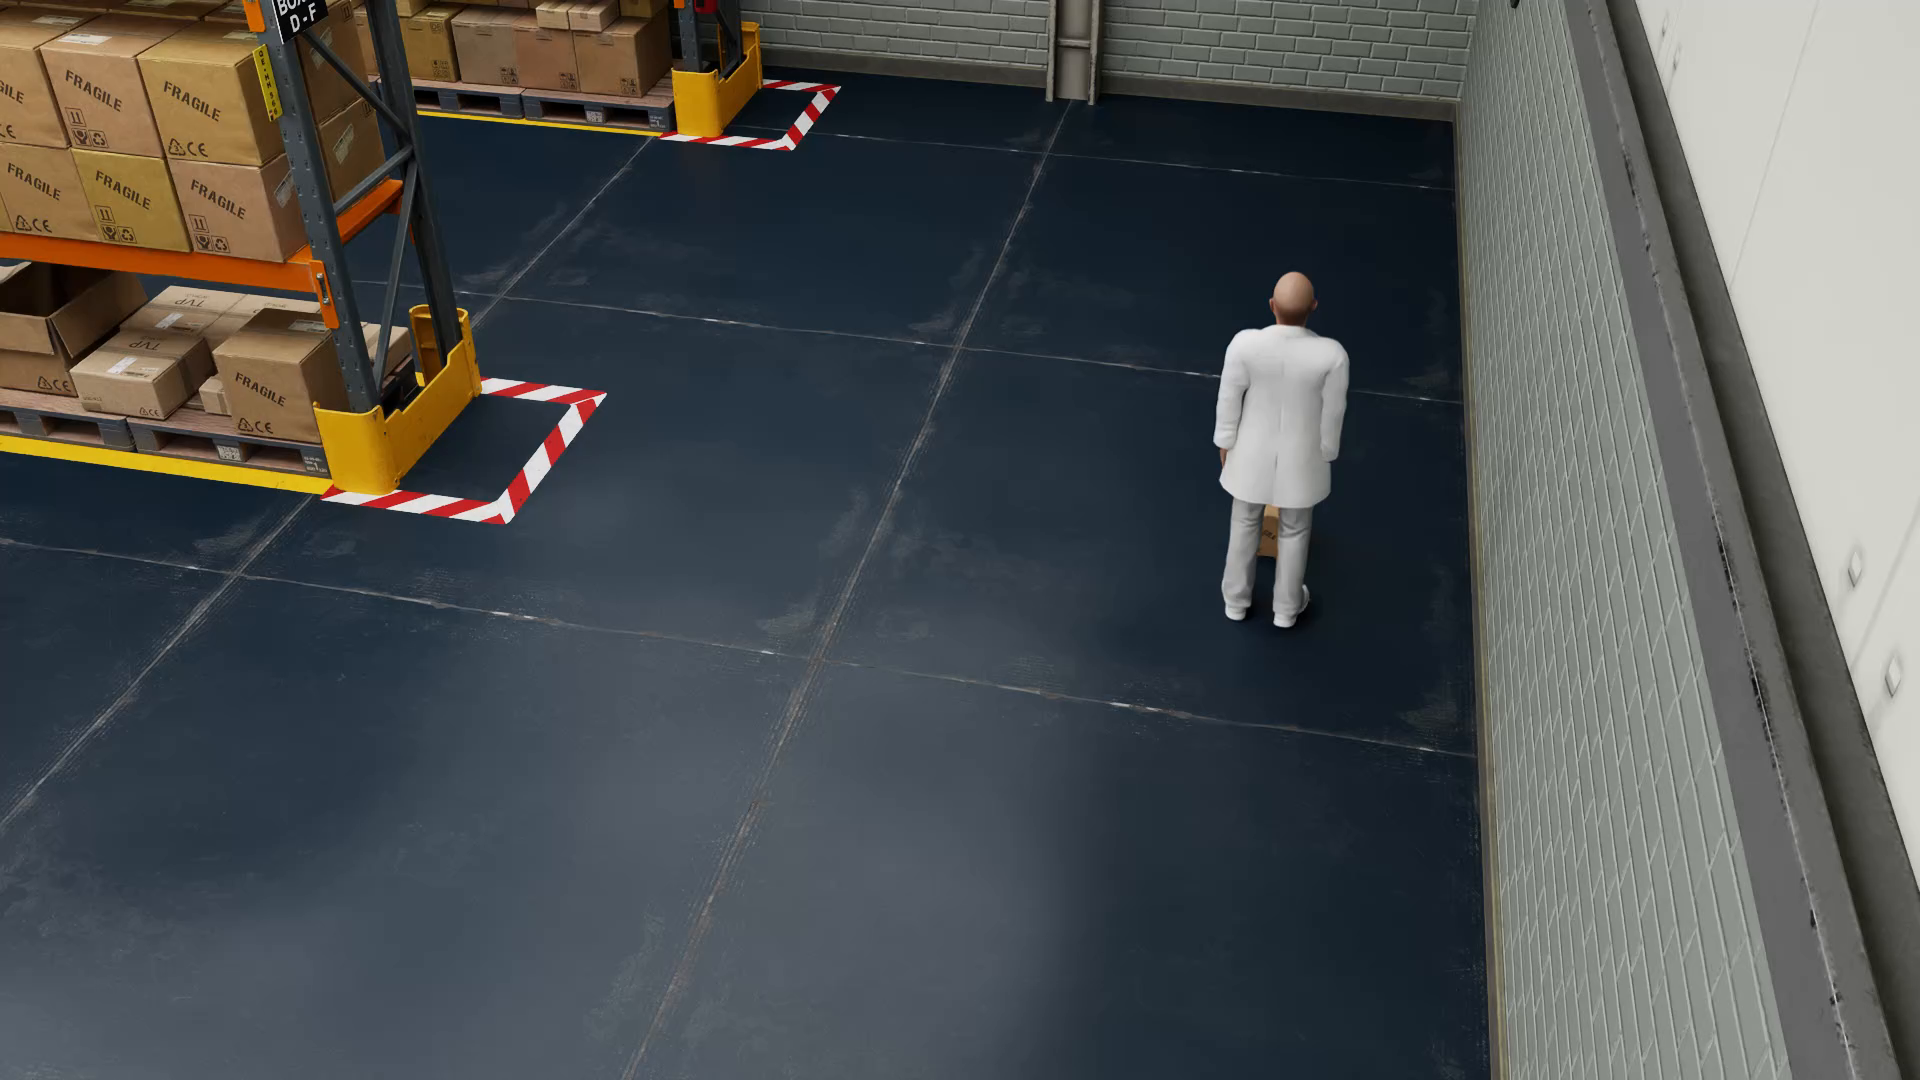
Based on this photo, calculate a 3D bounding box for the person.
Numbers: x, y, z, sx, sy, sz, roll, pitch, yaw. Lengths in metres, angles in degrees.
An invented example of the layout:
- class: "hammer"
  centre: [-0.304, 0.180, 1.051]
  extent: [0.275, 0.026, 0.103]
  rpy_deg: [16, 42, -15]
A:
- class: "person"
  centre: [1.430, -0.409, 7.546]
  extent: [0.563, 1.794, 0.393]
  rpy_deg: [8, 37, 11]
